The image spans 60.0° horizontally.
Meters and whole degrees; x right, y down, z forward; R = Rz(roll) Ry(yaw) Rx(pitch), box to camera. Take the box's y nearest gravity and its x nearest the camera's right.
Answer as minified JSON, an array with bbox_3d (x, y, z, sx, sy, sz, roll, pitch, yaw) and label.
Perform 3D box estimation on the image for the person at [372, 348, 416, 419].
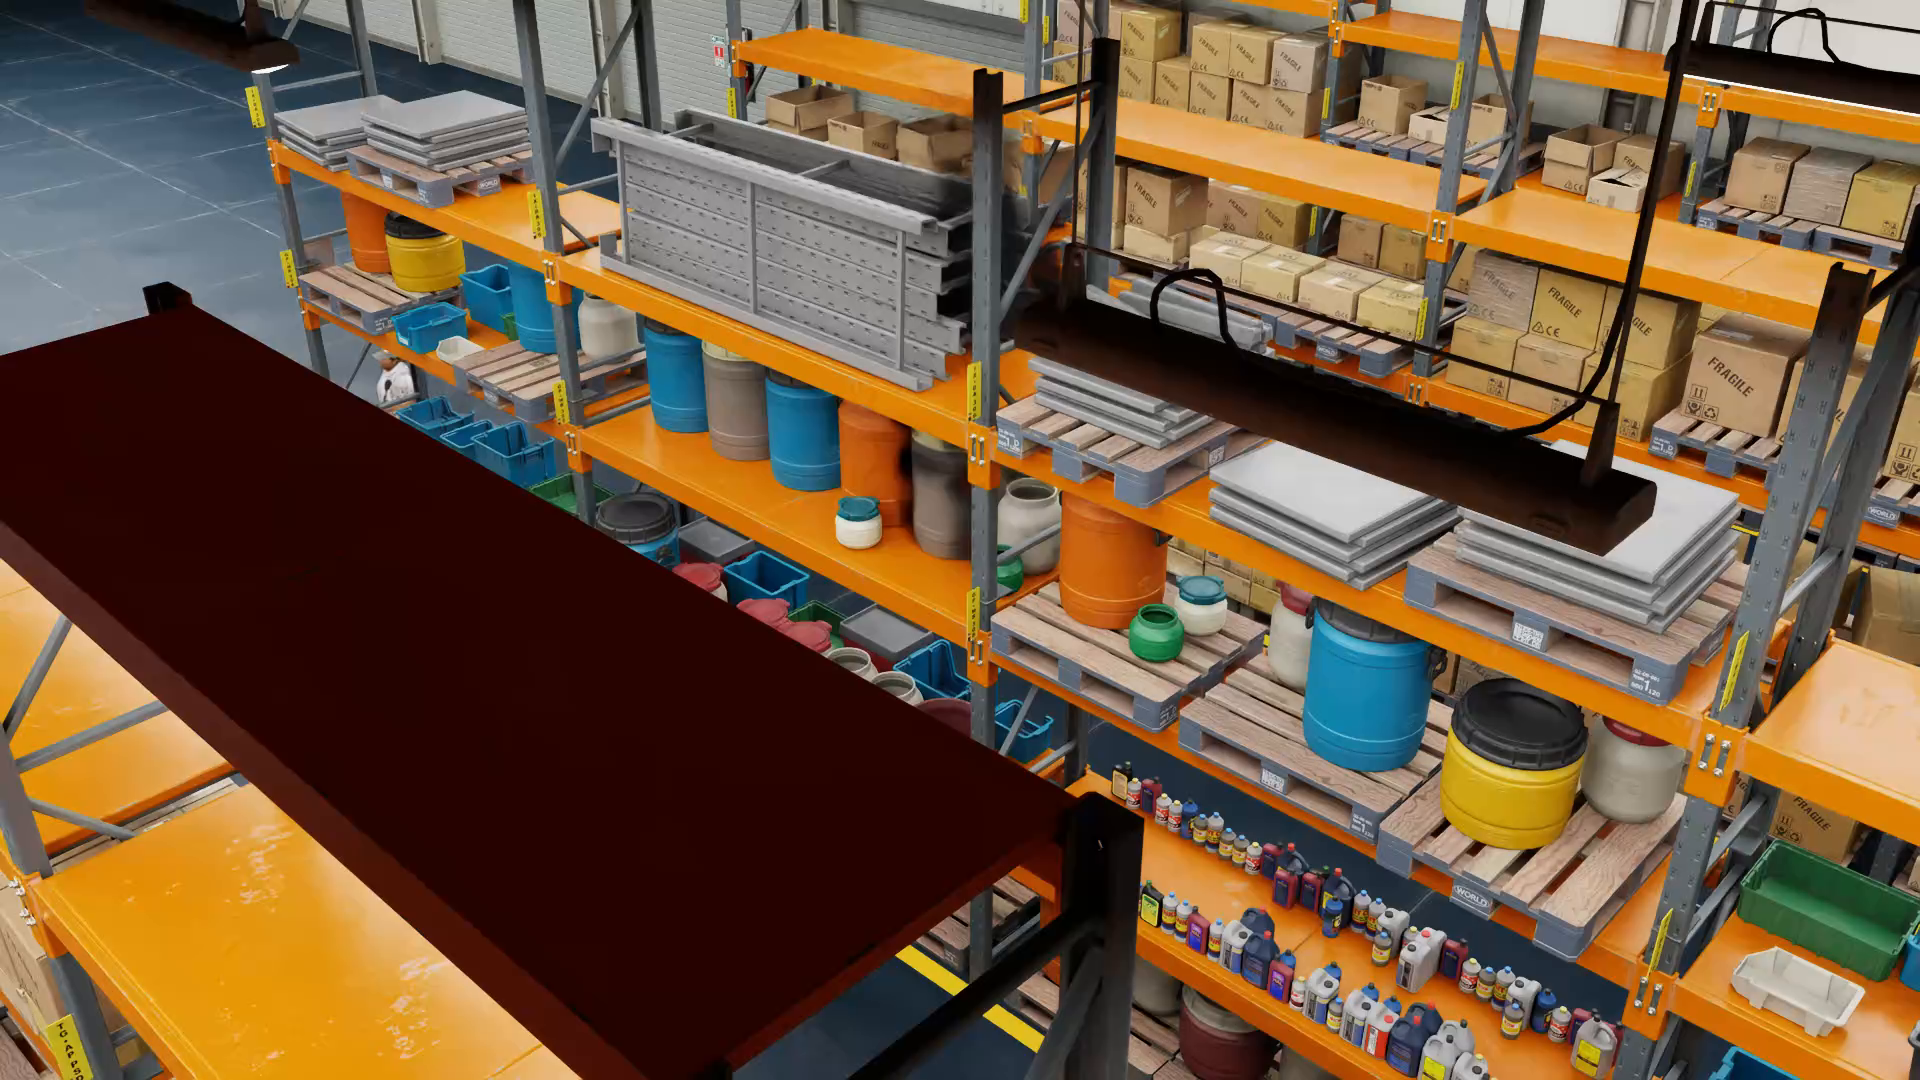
[{"bbox_3d":[-5.564,-1.195,16.702,0.759,1.691,0.602,-24,37,-36],"label":"person"}]
